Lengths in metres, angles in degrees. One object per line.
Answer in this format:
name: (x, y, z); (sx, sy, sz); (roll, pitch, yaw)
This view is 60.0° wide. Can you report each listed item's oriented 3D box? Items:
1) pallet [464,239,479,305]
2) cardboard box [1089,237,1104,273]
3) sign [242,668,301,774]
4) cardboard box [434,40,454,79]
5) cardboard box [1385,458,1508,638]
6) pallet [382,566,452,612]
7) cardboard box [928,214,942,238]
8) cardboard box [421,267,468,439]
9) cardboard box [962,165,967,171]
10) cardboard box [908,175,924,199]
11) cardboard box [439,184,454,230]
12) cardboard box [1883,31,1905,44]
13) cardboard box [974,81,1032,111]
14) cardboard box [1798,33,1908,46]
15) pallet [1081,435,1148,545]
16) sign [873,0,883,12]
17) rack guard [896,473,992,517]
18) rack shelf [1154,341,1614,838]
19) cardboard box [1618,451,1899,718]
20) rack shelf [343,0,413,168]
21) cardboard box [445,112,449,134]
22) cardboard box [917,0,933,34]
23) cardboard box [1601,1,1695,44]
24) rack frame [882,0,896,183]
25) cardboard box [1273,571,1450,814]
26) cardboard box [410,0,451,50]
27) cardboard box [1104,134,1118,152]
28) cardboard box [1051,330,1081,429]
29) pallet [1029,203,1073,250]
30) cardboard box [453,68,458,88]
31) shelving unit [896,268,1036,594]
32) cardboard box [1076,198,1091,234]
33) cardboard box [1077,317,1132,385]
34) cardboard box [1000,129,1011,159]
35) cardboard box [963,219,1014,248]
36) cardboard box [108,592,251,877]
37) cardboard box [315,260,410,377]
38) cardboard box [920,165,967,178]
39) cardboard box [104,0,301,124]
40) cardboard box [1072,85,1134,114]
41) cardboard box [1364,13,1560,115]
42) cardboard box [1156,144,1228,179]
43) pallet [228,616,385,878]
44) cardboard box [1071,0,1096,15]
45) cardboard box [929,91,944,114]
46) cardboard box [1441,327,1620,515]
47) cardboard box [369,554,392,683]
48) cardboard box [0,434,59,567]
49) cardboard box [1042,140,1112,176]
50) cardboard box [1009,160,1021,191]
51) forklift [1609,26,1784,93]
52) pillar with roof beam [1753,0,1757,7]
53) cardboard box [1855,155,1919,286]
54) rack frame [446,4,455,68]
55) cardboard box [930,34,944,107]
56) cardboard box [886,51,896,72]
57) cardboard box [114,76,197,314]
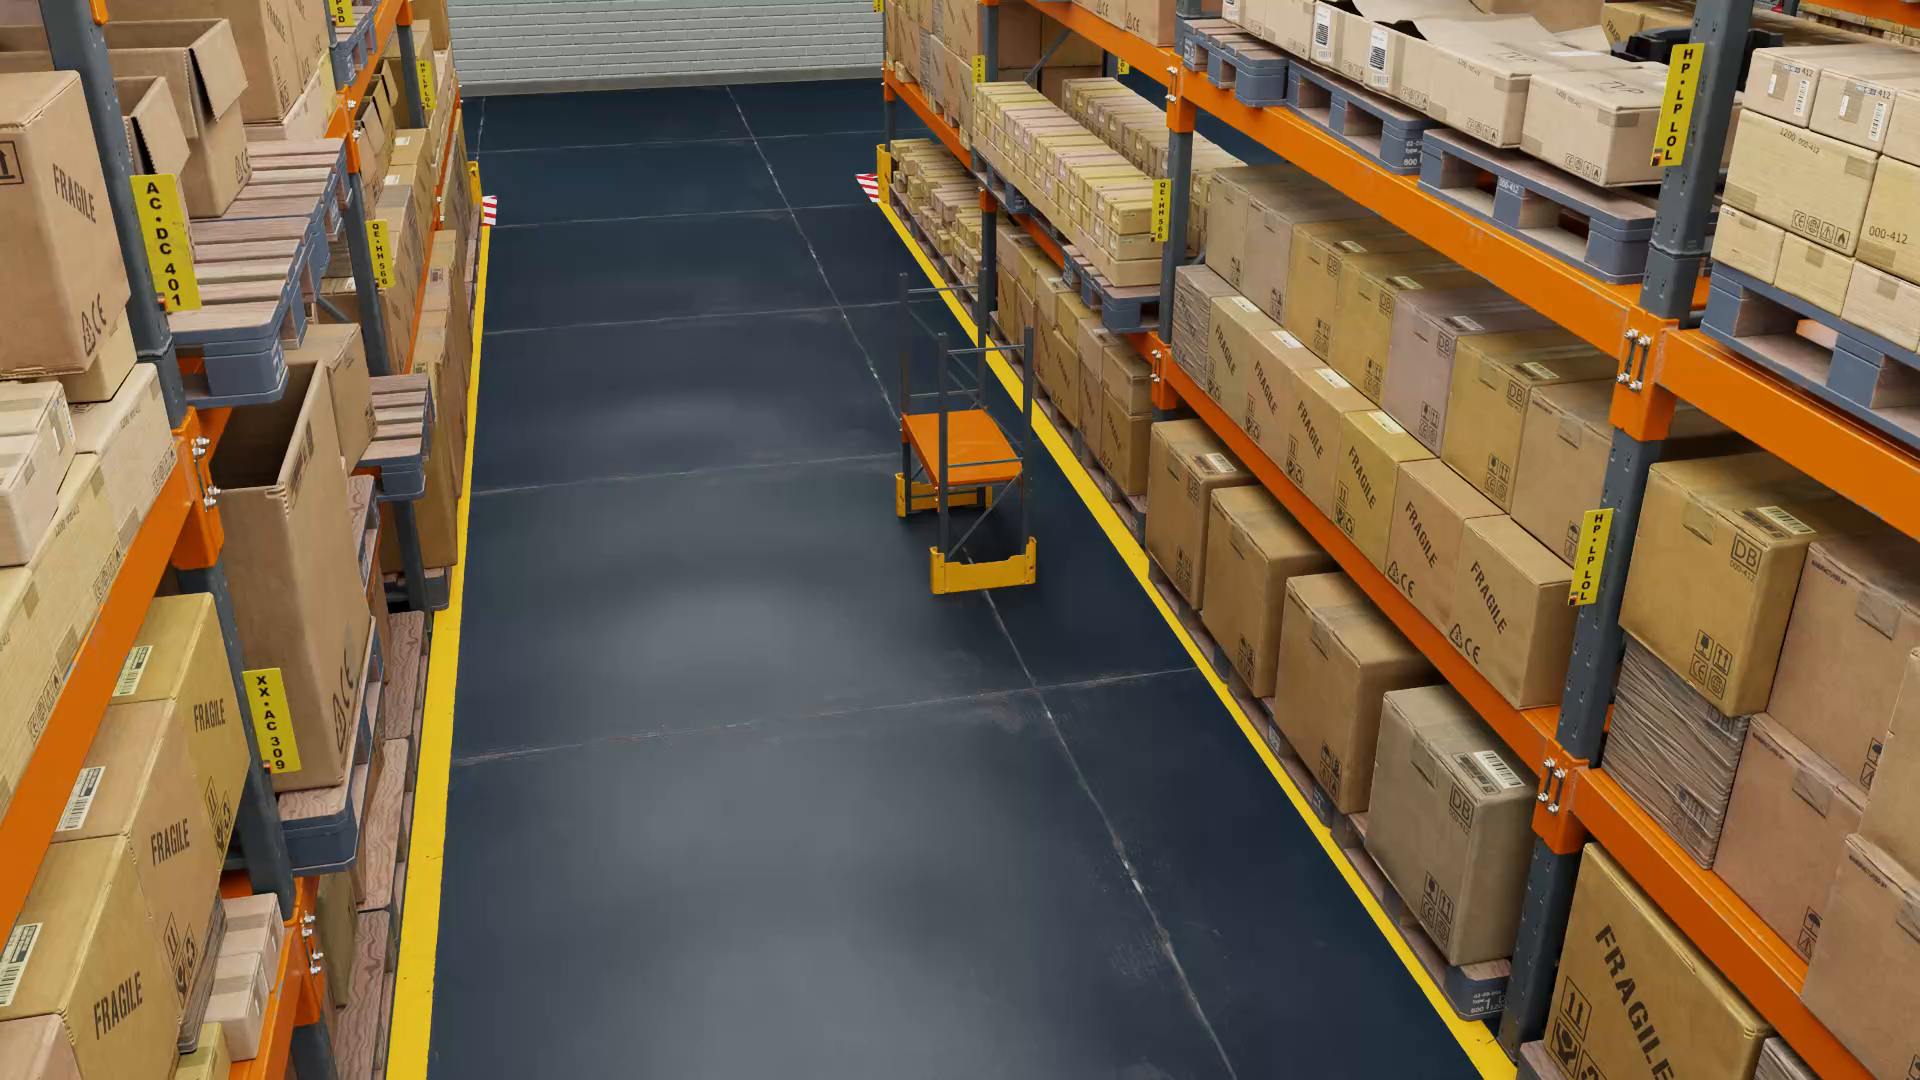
pallet: (-4.563, -2.210, 13.893); (1.003, 0.211, 1.213); (-6, 27, -12)
cardboard box: (0.954, -1.634, 9.471); (0.380, 0.149, 0.250); (-6, 27, -12)
sign: (-1.859, 0.491, 4.487); (0.100, 0.325, 0.005); (-6, 27, -12)
cardboard box: (-4.723, -4.212, 14.602); (0.500, 0.250, 0.500); (-6, 27, -12)
cardboard box: (1.977, 0.008, 6.294); (0.500, 0.500, 0.500); (-6, 27, -12)
pallet: (-3.392, 0.071, 9.375); (1.003, 0.211, 1.213); (-6, 27, -12)
cardboard box: (-0.068, -2.766, 14.599); (0.380, 0.149, 0.250); (-6, 27, -12)
cardboard box: (-3.823, -1.144, 10.579); (1.225, 0.875, 0.875); (-7, 28, -13)
cardboard box: (0.168, -3.516, 15.755); (0.380, 0.149, 0.250); (-7, 28, -13)
cardboard box: (-0.267, -3.235, 15.198); (0.380, 0.149, 0.250); (-5, 27, -10)
cardboard box: (-4.260, -2.113, 12.499); (0.875, 0.875, 0.875); (-6, 27, -12)
cardboard box: (9.448, -4.989, 16.584); (0.380, 0.149, 0.250); (-7, 28, -13)
cardboard box: (0.307, -3.157, 11.827); (0.380, 0.149, 0.250); (-5, 27, -9)
cardboard box: (6.161, -3.226, 11.592); (0.500, 0.500, 0.500); (-6, 27, -11)
pallet: (1.393, -0.378, 10.264); (1.003, 0.211, 1.213); (-6, 27, -12)
sign: (-0.764, -5.123, 15.609); (0.100, 0.325, 0.005); (-6, 27, -12)
rack guard: (-0.095, -0.297, 10.061); (0.587, 0.250, 0.087); (-6, 27, -12)
rack shelf: (2.018, -0.080, 7.378); (1.077, 0.370, 4.000); (-6, 27, -12)
cardboard box: (2.518, 0.093, 4.872); (0.875, 0.550, 0.550); (-6, 27, -12)
rack shelf: (-3.739, -2.716, 9.271); (1.077, 0.370, 4.000); (-6, 27, -12)
cardboard box: (-4.285, -3.312, 13.261); (0.380, 0.149, 0.250); (-7, 28, -13)
cardboard box: (-0.059, -4.516, 13.818); (0.500, 0.500, 0.500); (-7, 28, -13)
cardboard box: (5.285, -3.851, 12.830); (0.500, 0.500, 0.500); (-6, 27, -11)
rack frame: (-0.236, -4.791, 15.914); (1.000, 3.000, 0.127); (-6, 27, -12)
cardboard box: (2.028, 0.606, 7.250); (1.050, 0.750, 0.750); (-6, 27, -12)
cardboard box: (-4.725, -4.545, 14.431); (0.500, 0.500, 0.500); (-6, 27, -11)
cardboard box: (1.185, -2.630, 11.115); (0.380, 0.149, 0.250); (-7, 28, -14)
cardboard box: (0.916, -1.072, 10.853); (0.500, 0.500, 0.500); (-7, 28, -14)
pallet: (1.081, -2.059, 10.712); (1.003, 0.211, 1.213); (-6, 27, -12)
cardboard box: (-4.690, -4.097, 14.817); (0.380, 0.149, 0.250); (-5, 27, -11)
shelving unit: (0.017, -0.636, 9.346); (0.587, 1.500, 1.083); (-6, 27, -12)
cardboard box: (0.889, -1.890, 9.649); (0.380, 0.149, 0.250); (-5, 27, -10)
cardboard box: (1.033, -1.180, 10.234); (0.500, 0.250, 0.500); (-6, 27, -11)
cardboard box: (0.485, -2.683, 11.219); (0.380, 0.149, 0.250); (-7, 28, -14)
cardboard box: (0.236, -2.454, 13.320); (0.380, 0.149, 0.250); (-6, 27, -11)
cardboard box: (-2.017, 0.482, 3.916); (0.500, 0.500, 0.500); (-6, 27, -12)
cardboard box: (-3.132, -1.106, 8.501); (0.500, 0.500, 0.500); (-5, 27, -10)
cardboard box: (-0.147, -3.252, 14.901); (0.380, 0.149, 0.250); (-5, 27, -10)
cardboard box: (-2.714, -1.800, 5.992); (0.500, 0.500, 0.500); (-5, 27, -11)
cardboard box: (1.008, -3.102, 11.719); (0.380, 0.149, 0.250); (-7, 28, -13)
cardboard box: (1.859, -1.802, 6.184); (0.500, 0.311, 0.500); (-7, 28, -13)
cardboard box: (1.416, -2.304, 10.137); (0.380, 0.149, 0.250); (-5, 27, -9)
pallet: (-2.417, 0.671, 5.304); (1.003, 0.211, 1.213); (-6, 27, -12)
cardboard box: (0.957, -3.326, 9.571); (0.500, 0.500, 0.500); (-6, 27, -12)
cardboard box: (-0.049, -3.704, 14.038); (0.380, 0.149, 0.250); (-5, 27, -11)
cardboard box: (2.233, -0.457, 6.106); (0.700, 0.500, 0.500); (-6, 27, -12)
cardboard box: (-3.117, 0.392, 7.931); (0.700, 0.500, 0.500); (-7, 28, -14)
cardboard box: (-1.832, -0.054, 2.924); (0.380, 0.149, 0.250); (-7, 28, -13)
cardboard box: (0.721, -2.357, 10.243); (0.380, 0.149, 0.250); (-5, 27, -9)
cardboard box: (0.541, -2.438, 11.064); (0.380, 0.149, 0.250); (-7, 28, -14)
forklift: (3.769, -0.982, 8.443); (1.130, 2.935, 3.031); (-7, 28, -14)
pillar with roof beam: (5.476, -9.360, 18.308); (9.100, 9.000, 0.400); (-6, 27, -12)
cardboard box: (2.421, -0.696, 3.730); (0.500, 0.250, 0.500); (-6, 27, -12)
rack frame: (-5.091, -4.332, 15.004); (1.000, 3.000, 0.127); (-6, 27, -12)
cardboard box: (0.055, -3.843, 13.594); (0.500, 0.500, 0.500); (-6, 27, -12)
cardboard box: (-0.482, -4.504, 15.623); (0.380, 0.149, 0.250); (-6, 27, -12)
cardboard box: (-2.396, -0.853, 4.202); (0.797, 0.503, 0.637); (-7, 28, -14)
